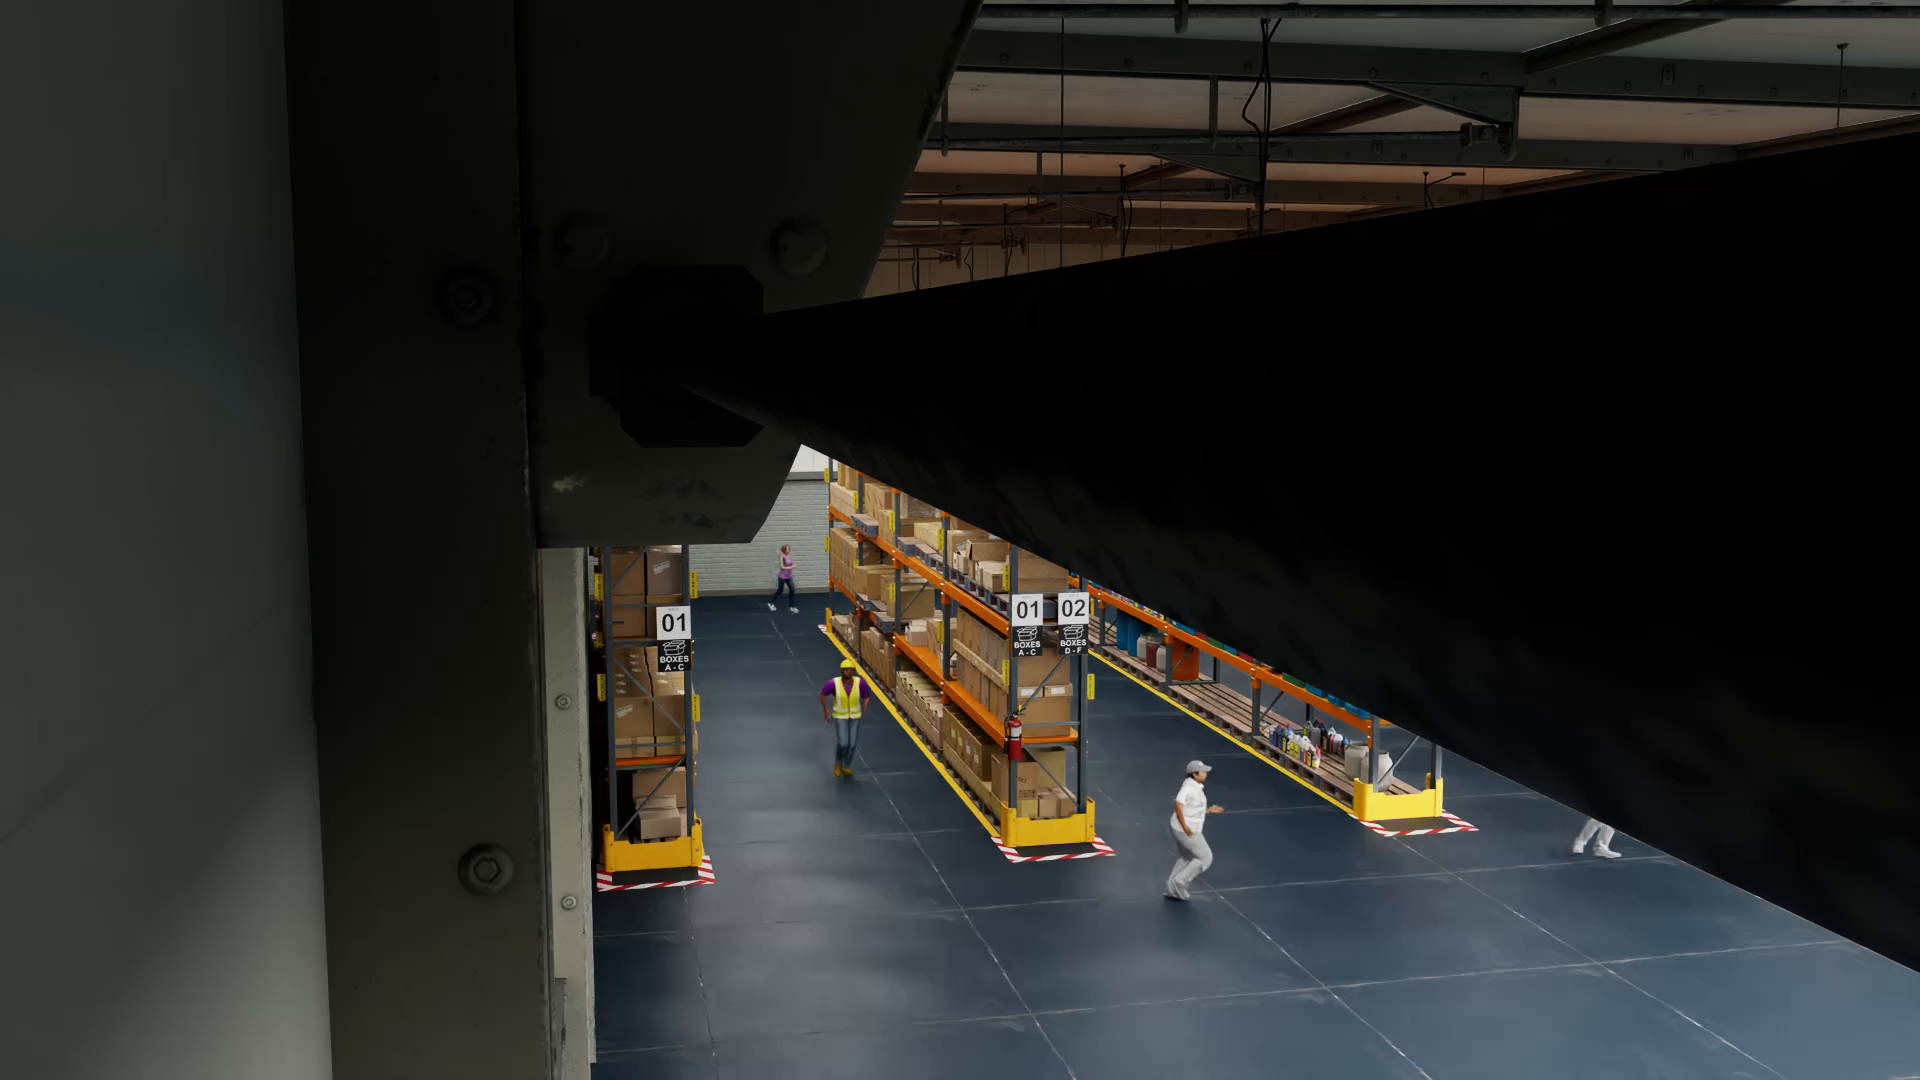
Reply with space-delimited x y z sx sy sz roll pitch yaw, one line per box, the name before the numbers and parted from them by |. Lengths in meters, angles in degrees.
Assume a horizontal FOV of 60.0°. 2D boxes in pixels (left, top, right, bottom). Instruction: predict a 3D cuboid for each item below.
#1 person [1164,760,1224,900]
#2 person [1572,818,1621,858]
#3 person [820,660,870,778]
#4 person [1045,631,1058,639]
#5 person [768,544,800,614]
person | 2.660 3.296 18.850 0.662 1.621 0.606 1 7 6
person | 7.881 3.044 20.459 0.683 1.738 0.502 -6 9 -40
person | -1.630 2.600 24.168 0.704 1.744 0.642 -2 7 -17
person | 1.437 2.203 27.926 0.636 1.660 0.717 -4 8 -31
person | -4.132 0.909 38.911 0.832 1.607 0.536 4 8 27
